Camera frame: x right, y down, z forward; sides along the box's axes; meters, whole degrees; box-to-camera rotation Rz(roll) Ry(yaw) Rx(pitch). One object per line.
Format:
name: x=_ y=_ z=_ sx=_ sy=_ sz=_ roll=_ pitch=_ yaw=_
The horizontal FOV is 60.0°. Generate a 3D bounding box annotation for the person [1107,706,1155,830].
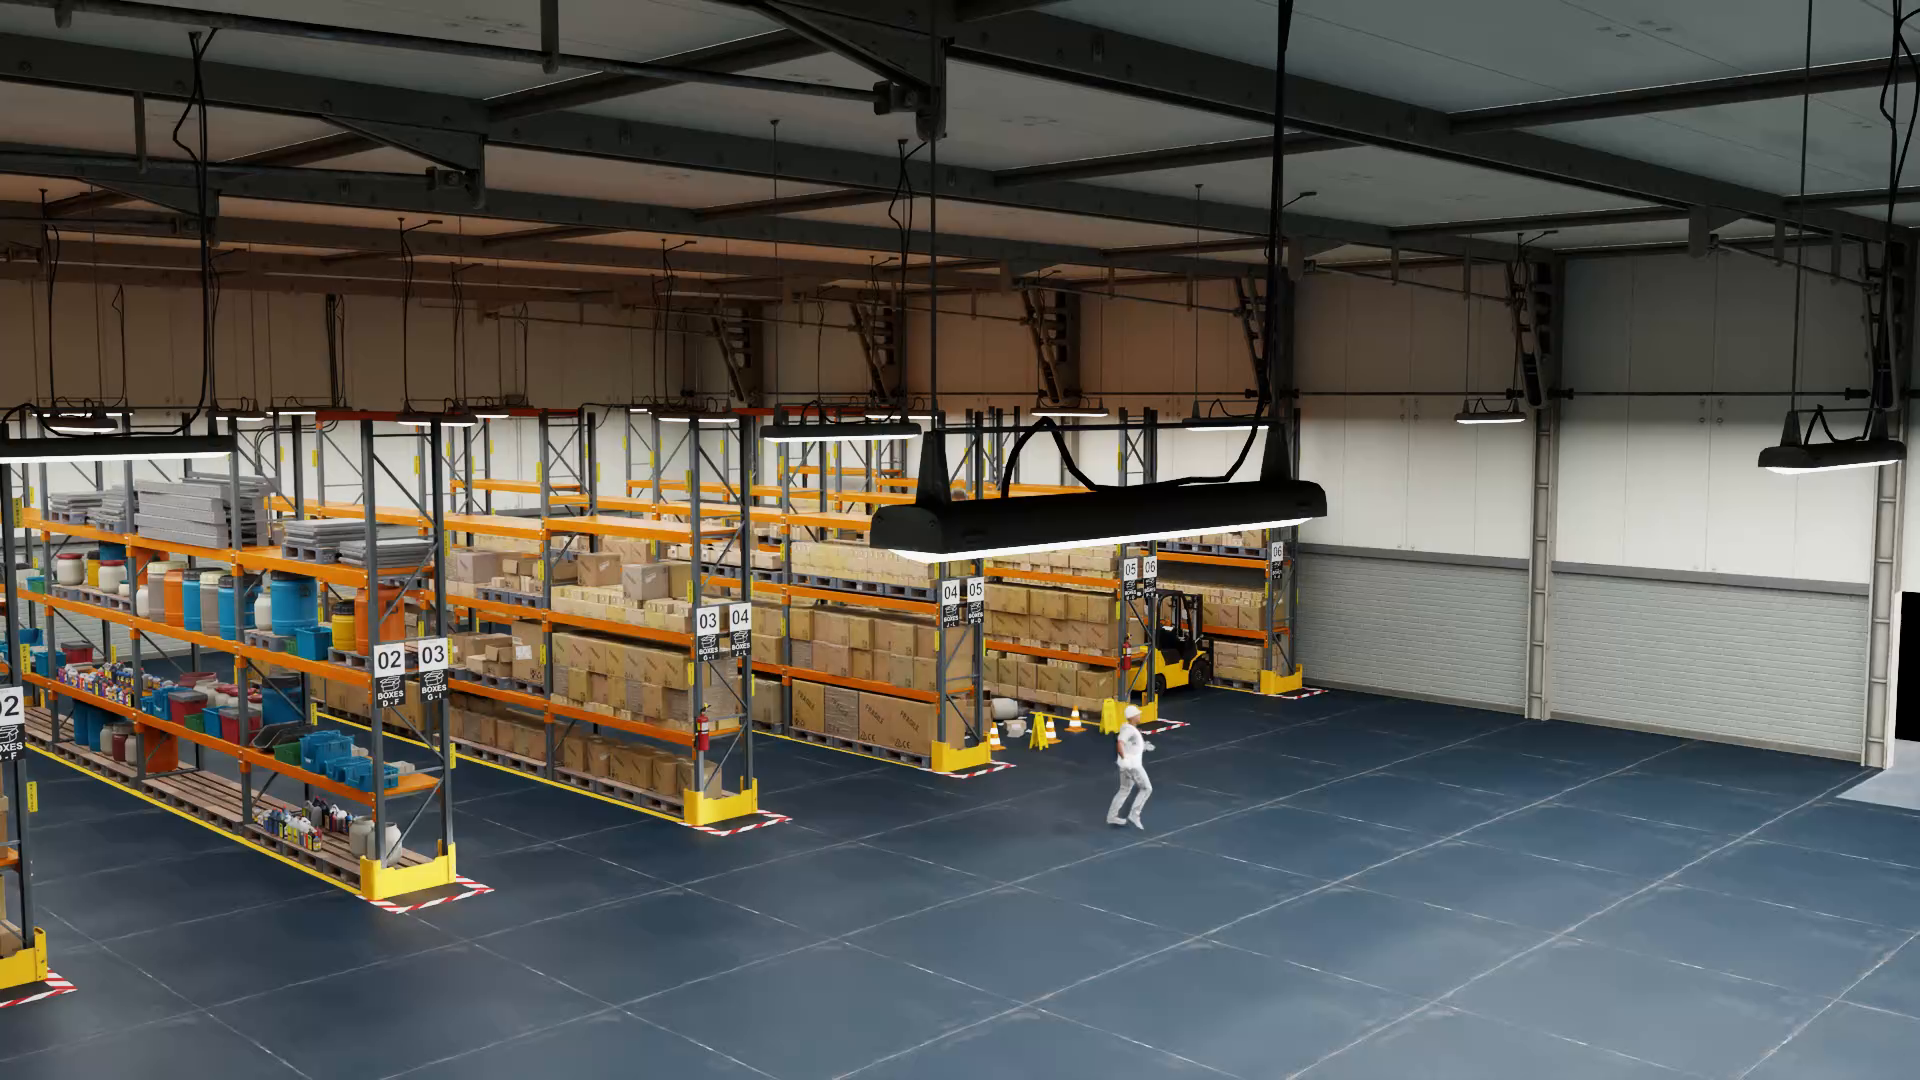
person: x=2.506 y=3.312 z=24.230 sx=0.742 sy=1.817 sz=0.667 roll=-1 pitch=5 yaw=-9

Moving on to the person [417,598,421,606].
person: x=-12.191 y=2.122 z=37.446 sx=0.691 sy=1.771 sz=0.957 roll=-3 pitch=6 yaw=-29
